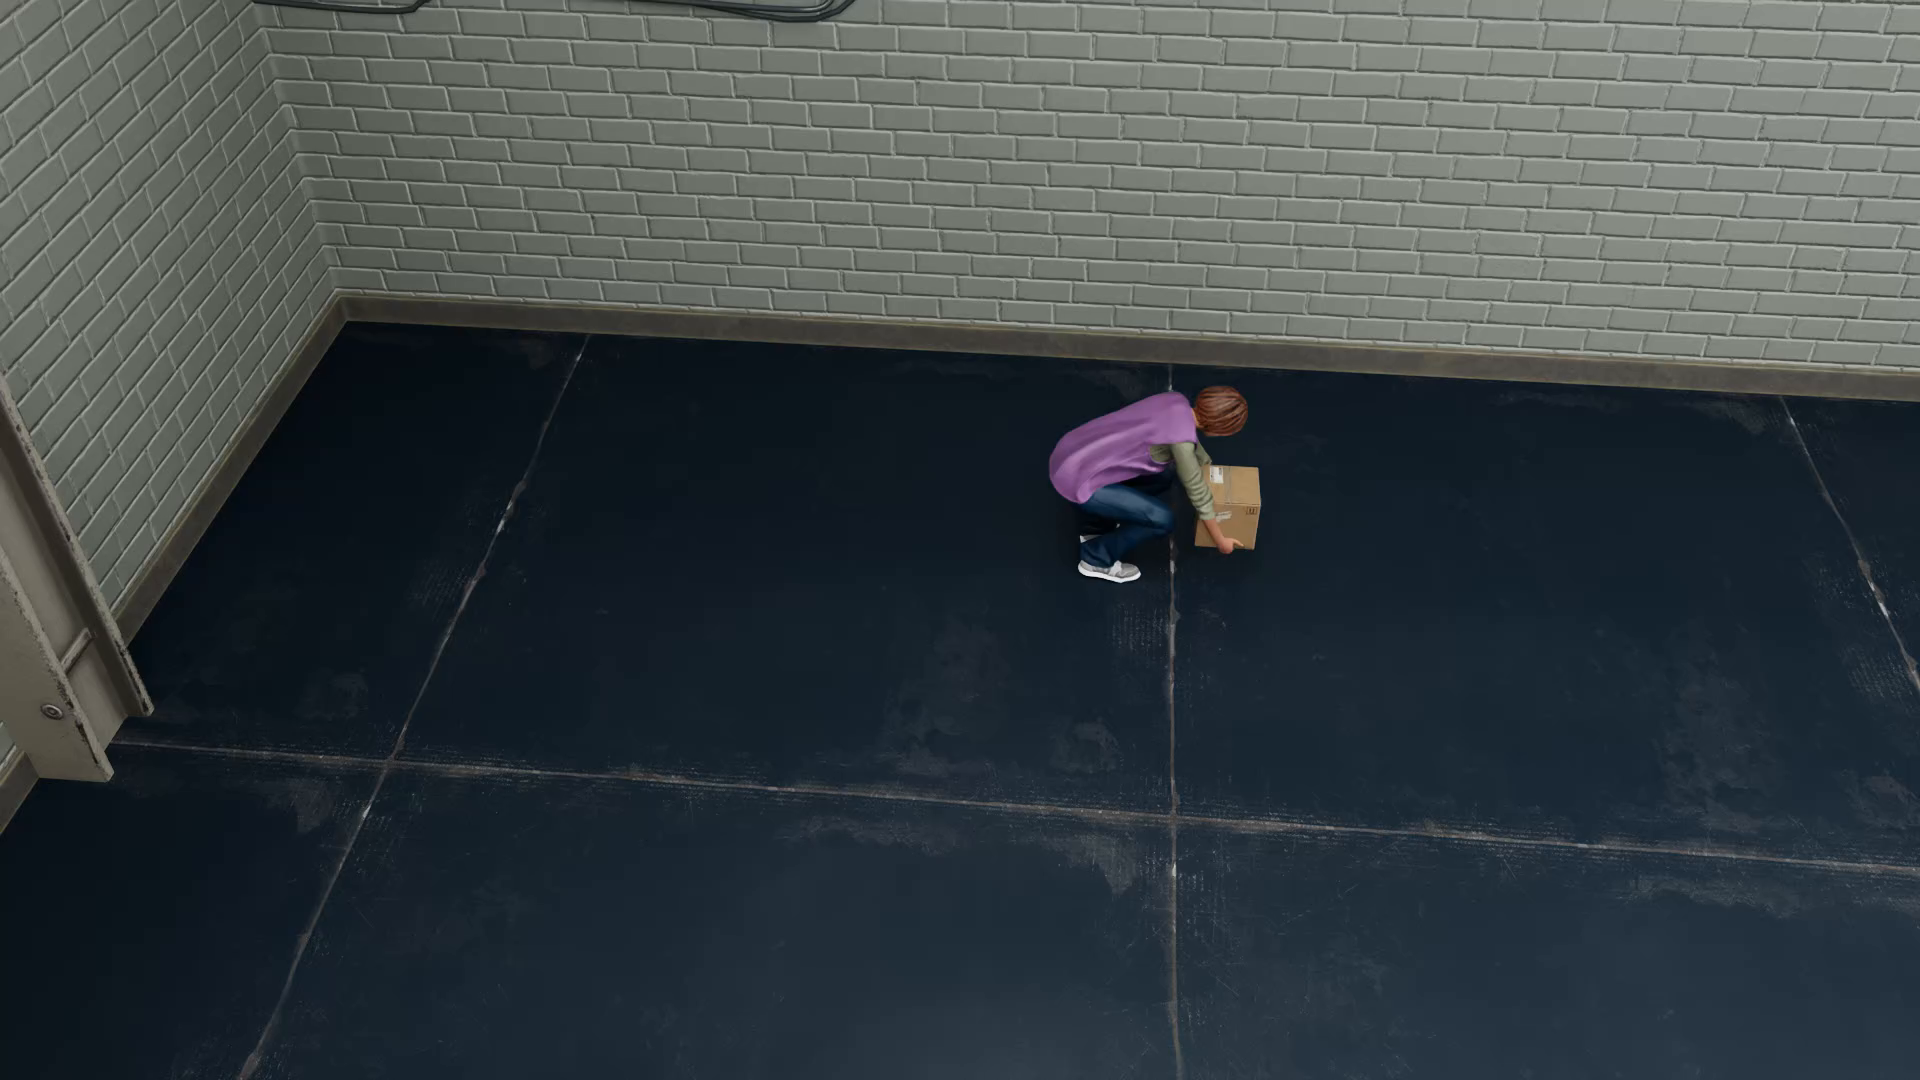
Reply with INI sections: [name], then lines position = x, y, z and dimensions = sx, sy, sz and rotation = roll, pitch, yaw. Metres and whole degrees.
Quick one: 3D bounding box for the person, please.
[person]
position = 0.792, -0.251, 7.004
dimensions = 0.844, 0.893, 0.421
rotation = 2, 41, 3
